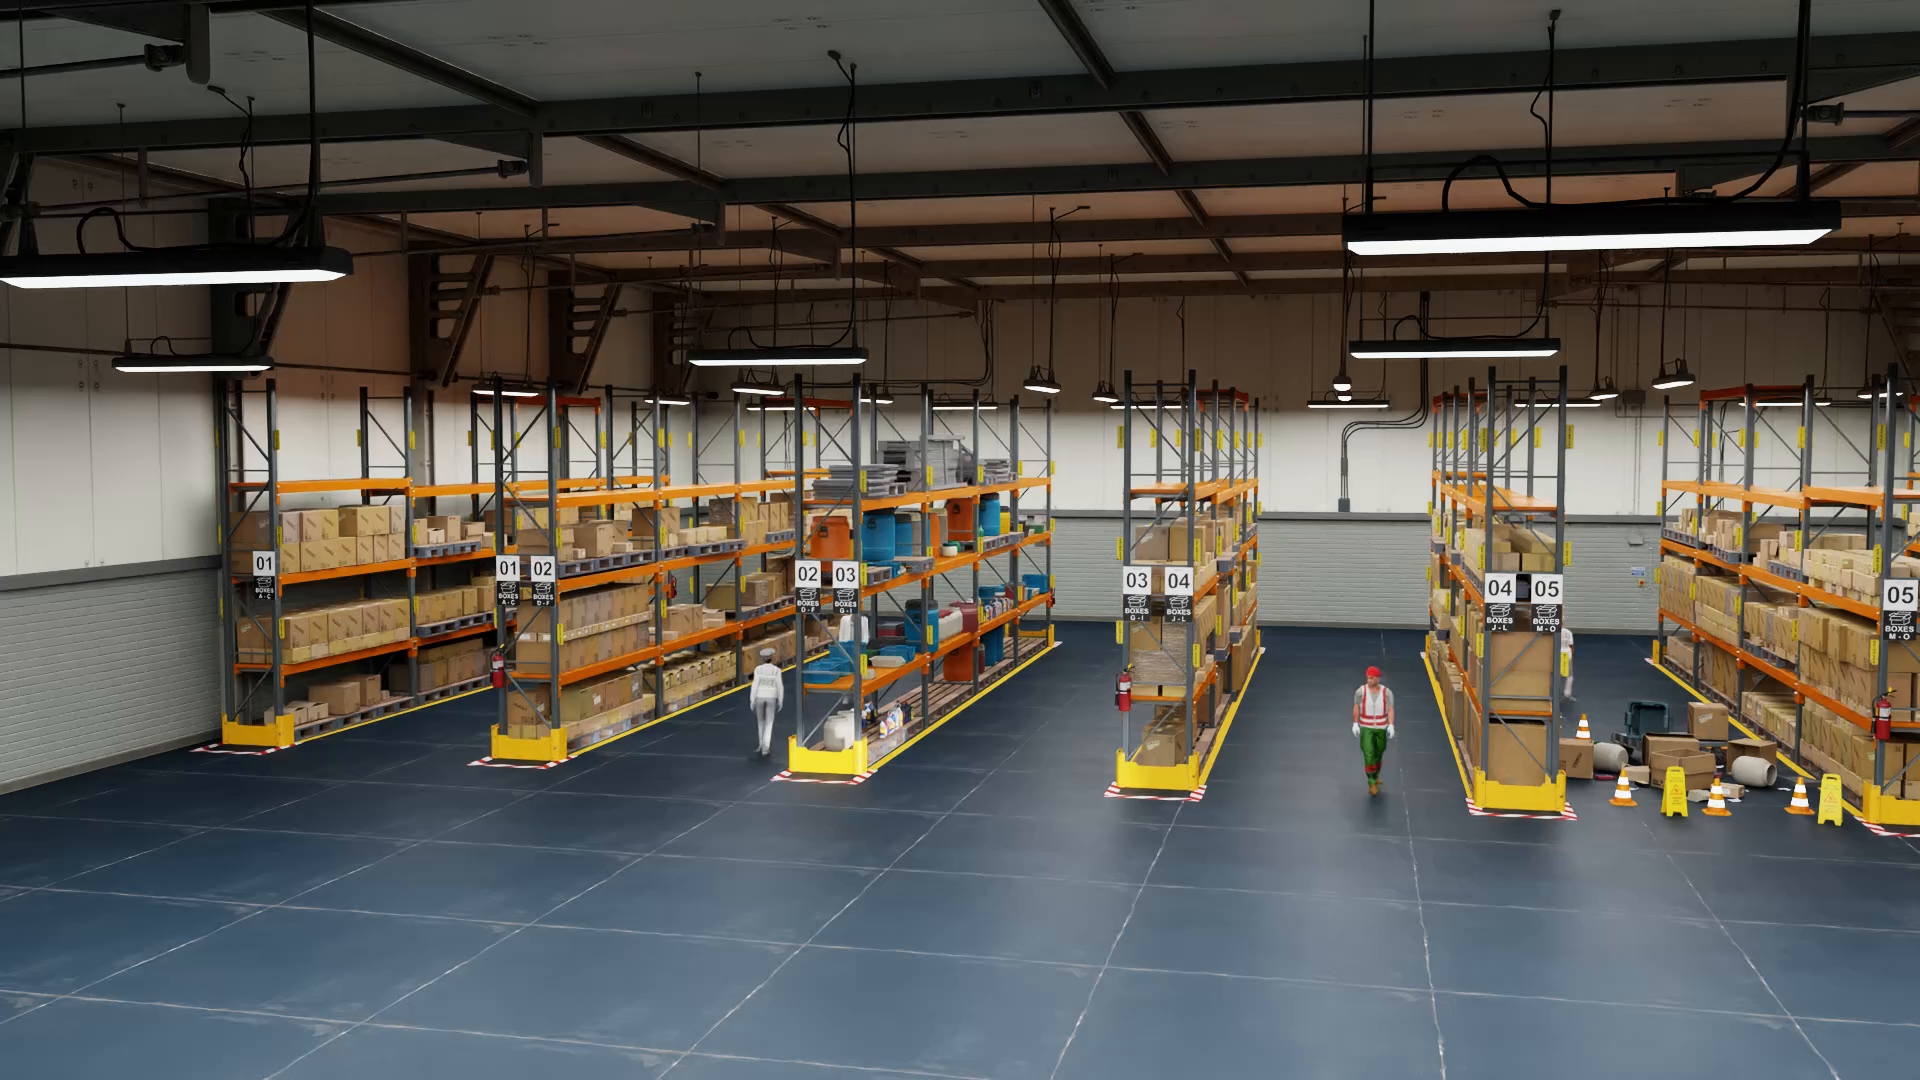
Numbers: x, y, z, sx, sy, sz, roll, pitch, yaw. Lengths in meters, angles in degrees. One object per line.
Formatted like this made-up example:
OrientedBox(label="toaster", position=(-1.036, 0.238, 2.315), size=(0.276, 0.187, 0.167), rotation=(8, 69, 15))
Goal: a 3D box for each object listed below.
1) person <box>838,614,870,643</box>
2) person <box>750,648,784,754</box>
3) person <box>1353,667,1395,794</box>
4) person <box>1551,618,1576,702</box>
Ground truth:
OrientedBox(label="person", position=(-2.034, 2.025, 31.620), size=(0.615, 1.681, 0.802), rotation=(0, 3, 1))
OrientedBox(label="person", position=(-3.075, 2.594, 26.539), size=(0.519, 1.729, 0.592), rotation=(0, 3, 3))
OrientedBox(label="person", position=(5.902, 2.676, 23.678), size=(0.561, 1.744, 0.930), rotation=(0, 3, 7))
OrientedBox(label="person", position=(11.428, 2.283, 31.607), size=(0.537, 1.660, 0.522), rotation=(1, 4, 12))
